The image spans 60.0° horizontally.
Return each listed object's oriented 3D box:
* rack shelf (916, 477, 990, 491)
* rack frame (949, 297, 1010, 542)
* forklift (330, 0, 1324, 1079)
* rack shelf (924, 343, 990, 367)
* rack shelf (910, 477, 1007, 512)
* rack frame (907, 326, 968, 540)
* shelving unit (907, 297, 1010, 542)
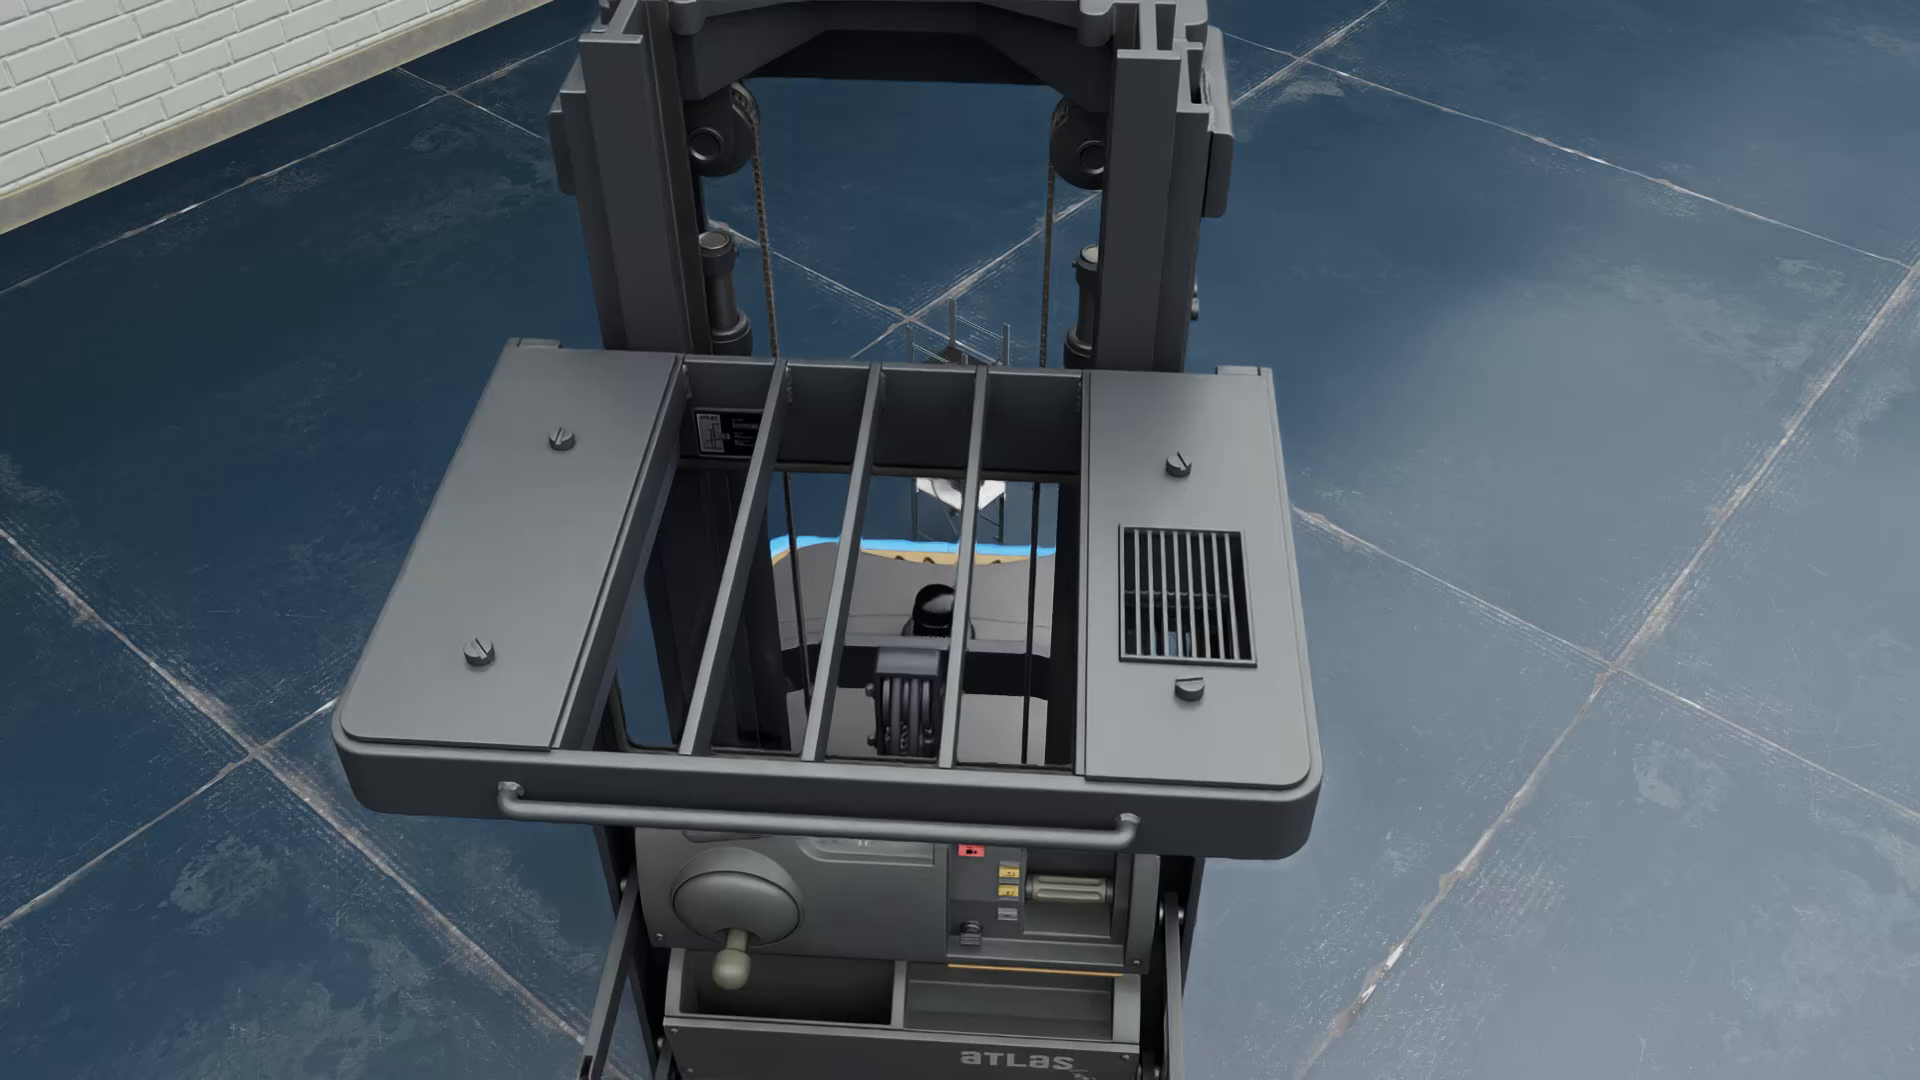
[{"bbox_3d":[-0.005,-0.238,5.526,0.258,0.077,0.200,29,50,28],"label":"rack shelf"},{"bbox_3d":[0.060,-0.381,5.500,0.240,0.900,0.006,29,50,28],"label":"rack frame"},{"bbox_3d":[-0.125,0.700,2.801,1.130,2.935,3.031,3,42,3],"label":"forklift"},{"bbox_3d":[-0.005,-0.504,5.283,0.258,0.077,0.200,29,50,28],"label":"rack shelf"},{"bbox_3d":[-0.005,-0.171,5.586,0.258,0.077,0.200,29,50,28],"label":"rack shelf"},{"bbox_3d":[-0.071,-0.276,5.385,0.240,0.900,0.006,29,50,28],"label":"rack frame"},{"bbox_3d":[-0.005,-0.329,5.443,0.258,0.900,0.210,29,50,28],"label":"shelving unit"}]
